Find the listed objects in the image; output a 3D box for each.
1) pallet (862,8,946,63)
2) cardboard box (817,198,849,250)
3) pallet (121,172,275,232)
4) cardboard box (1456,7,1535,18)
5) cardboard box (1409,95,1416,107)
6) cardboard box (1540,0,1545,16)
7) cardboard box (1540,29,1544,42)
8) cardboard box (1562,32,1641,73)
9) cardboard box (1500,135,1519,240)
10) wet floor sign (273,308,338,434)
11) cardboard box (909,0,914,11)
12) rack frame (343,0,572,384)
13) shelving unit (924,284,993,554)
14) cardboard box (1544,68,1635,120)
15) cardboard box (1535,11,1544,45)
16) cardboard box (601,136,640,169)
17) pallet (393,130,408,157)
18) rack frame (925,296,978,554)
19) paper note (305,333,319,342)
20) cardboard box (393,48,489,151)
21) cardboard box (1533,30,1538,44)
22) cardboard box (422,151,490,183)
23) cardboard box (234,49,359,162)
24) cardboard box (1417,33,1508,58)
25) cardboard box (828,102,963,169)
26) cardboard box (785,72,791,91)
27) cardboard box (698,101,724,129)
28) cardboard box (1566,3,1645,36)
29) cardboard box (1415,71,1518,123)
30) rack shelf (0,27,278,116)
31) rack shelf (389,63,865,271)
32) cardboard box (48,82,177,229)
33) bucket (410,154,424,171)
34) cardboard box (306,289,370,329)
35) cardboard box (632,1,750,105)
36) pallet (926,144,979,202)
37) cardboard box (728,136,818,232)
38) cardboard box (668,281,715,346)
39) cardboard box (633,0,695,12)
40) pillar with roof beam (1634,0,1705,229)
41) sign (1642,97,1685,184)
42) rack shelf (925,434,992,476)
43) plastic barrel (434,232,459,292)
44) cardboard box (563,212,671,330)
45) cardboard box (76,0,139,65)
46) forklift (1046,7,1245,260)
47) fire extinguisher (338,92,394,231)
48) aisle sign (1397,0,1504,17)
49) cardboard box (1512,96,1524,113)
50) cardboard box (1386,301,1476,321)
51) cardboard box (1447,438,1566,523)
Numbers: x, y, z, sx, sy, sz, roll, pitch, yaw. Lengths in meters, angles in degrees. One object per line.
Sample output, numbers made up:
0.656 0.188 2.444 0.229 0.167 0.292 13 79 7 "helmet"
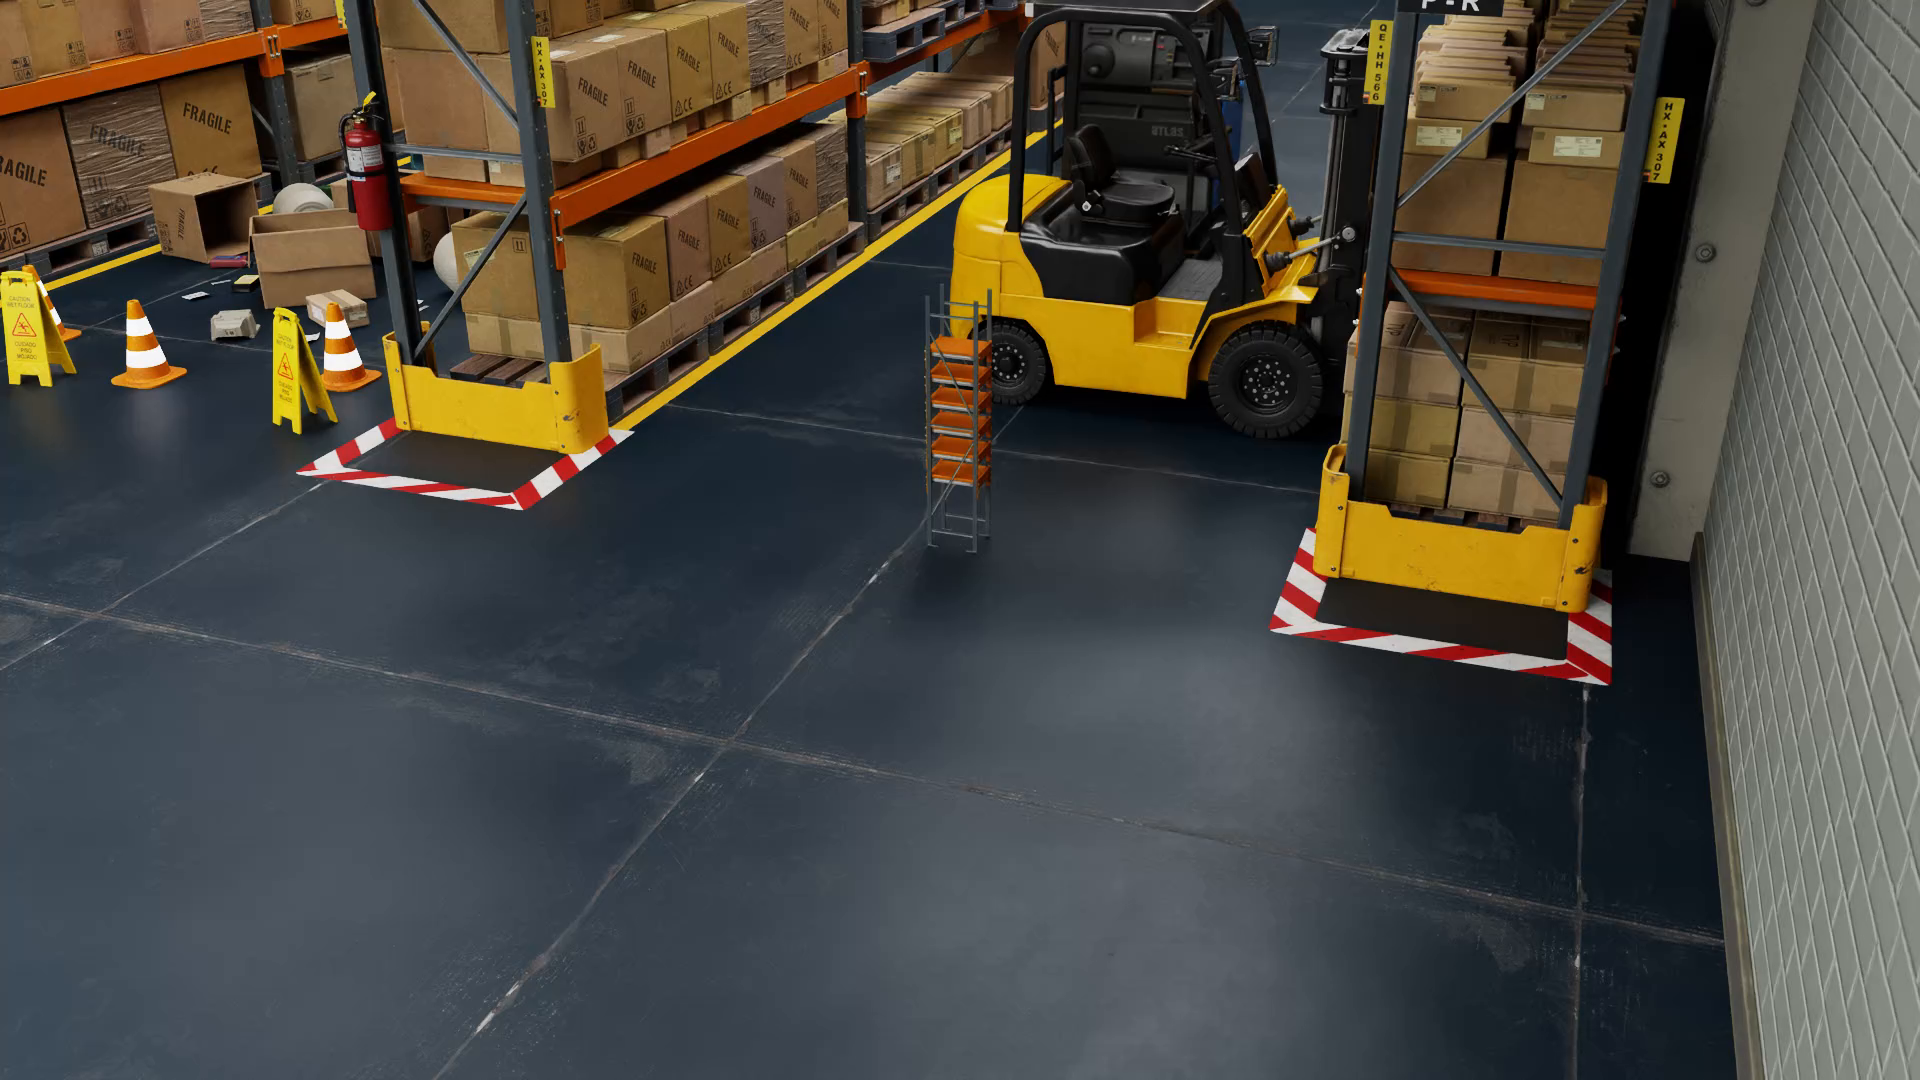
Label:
-0.775 -3.764 12.302 1.003 0.211 1.213 9 27 17 "pallet"
-1.109 -2.227 11.580 0.500 0.250 0.500 10 28 20 "cardboard box"
-6.195 -2.677 13.037 1.003 0.211 1.213 9 27 17 "pallet"
2.776 -2.681 8.645 0.380 0.149 0.250 9 27 17 "cardboard box"
2.093 -1.825 7.217 0.380 0.149 0.250 9 27 18 "cardboard box"
3.145 -3.099 9.507 0.380 0.149 0.250 9 27 18 "cardboard box"
3.793 -3.423 11.551 0.500 0.250 0.500 9 27 18 "cardboard box"
3.032 -2.291 7.840 0.380 0.149 0.250 8 27 16 "cardboard box"
2.764 -1.621 7.541 0.500 0.500 0.500 10 27 19 "cardboard box"
-3.570 -0.931 8.932 0.267 0.644 0.232 20 32 35 "wet floor sign"
-0.571 -4.043 12.465 0.380 0.149 0.250 11 28 21 "cardboard box"
-2.497 -1.913 8.260 1.000 3.000 0.127 9 27 17 "rack frame"
-0.005 -0.534 7.476 0.258 1.200 0.189 9 27 17 "shelving unit"
2.645 -1.873 6.976 0.380 0.149 0.250 10 27 19 "cardboard box"
3.438 -3.235 10.588 0.500 0.250 0.500 8 27 16 "cardboard box"
-1.954 -2.113 8.960 0.380 0.149 0.250 8 27 16 "cardboard box"
-5.278 -3.809 15.376 1.003 0.211 1.213 9 27 17 "pallet"
-0.035 -0.496 7.399 0.240 1.200 0.006 9 27 17 "rack frame"
-4.060 -1.254 10.305 0.148 0.019 0.142 0 26 -1 "paper note"
-2.576 -2.355 8.716 0.500 0.500 0.500 8 27 17 "cardboard box"
3.122 -2.739 9.851 0.500 0.500 0.500 8 27 16 "cardboard box"
-2.575 -1.985 8.696 0.380 0.149 0.250 10 27 19 "cardboard box"
-5.746 -3.678 14.004 1.050 0.750 0.750 9 27 17 "cardboard box"
2.355 -2.276 7.808 0.380 0.149 0.250 9 27 19 "cardboard box"
-0.528 -3.361 13.784 0.950 0.372 0.625 10 27 19 "cardboard box"
-1.319 -2.968 10.727 0.380 0.149 0.250 8 27 17 "cardboard box"
-1.624 -2.543 9.849 0.380 0.149 0.250 8 27 16 "cardboard box"
3.367 -2.711 8.707 0.380 0.149 0.250 8 27 17 "cardboard box"
2.105 -1.844 6.915 0.380 0.149 0.250 9 27 18 "cardboard box"
-6.533 -3.088 11.511 1.077 0.370 4.000 9 27 17 "rack shelf"
-1.832 -2.412 10.114 1.077 0.370 4.000 9 27 17 "rack shelf"
-6.439 -2.847 12.144 0.875 0.875 0.875 9 27 18 "cardboard box"
-3.739 -3.054 12.628 0.726 0.611 0.620 20 22 35 "bucket"
-3.966 -1.462 10.598 0.250 0.149 0.380 -20 33 -36 "cardboard box"
-1.579 -2.880 9.800 0.500 0.500 0.500 8 27 16 "cardboard box"
-0.504 -3.125 13.963 1.003 0.211 1.213 9 27 17 "pallet"
-1.278 -2.355 10.984 0.500 0.500 0.500 9 27 18 "cardboard box"
-1.791 -1.365 9.800 0.500 0.250 0.500 10 27 19 "cardboard box"
-1.988 -3.400 9.727 0.700 0.500 0.500 9 27 17 "cardboard box"
1.203 -7.141 12.172 9.100 9.000 0.400 9 27 17 "pillar with roof beam"
2.706 -1.537 6.399 0.100 0.325 0.005 9 27 17 "sign"
-0.005 -0.386 7.548 0.258 0.103 0.180 9 27 17 "rack shelf"
-3.238 -1.822 11.028 0.421 0.421 0.512 -14 29 -27 "plastic barrel"
-1.961 -1.504 9.226 0.500 0.500 0.500 8 27 16 "cardboard box"
-6.432 -3.714 11.806 0.875 0.550 0.550 9 27 17 "cardboard box"
1.172 -3.298 11.198 1.130 2.935 3.031 9 27 18 "forklift"
-2.970 -1.898 8.318 0.296 0.674 0.183 9 27 17 "fire extinguisher"
1.886 -2.381 6.242 0.394 0.787 0.004 9 27 17 "aisle sign"
2.452 -1.903 8.123 0.500 0.500 0.500 8 27 16 "cardboard box"
2.208 -1.042 7.985 0.500 0.250 0.500 9 27 18 "cardboard box"
2.533 -0.320 7.642 0.500 0.250 0.500 9 27 18 "cardboard box"
